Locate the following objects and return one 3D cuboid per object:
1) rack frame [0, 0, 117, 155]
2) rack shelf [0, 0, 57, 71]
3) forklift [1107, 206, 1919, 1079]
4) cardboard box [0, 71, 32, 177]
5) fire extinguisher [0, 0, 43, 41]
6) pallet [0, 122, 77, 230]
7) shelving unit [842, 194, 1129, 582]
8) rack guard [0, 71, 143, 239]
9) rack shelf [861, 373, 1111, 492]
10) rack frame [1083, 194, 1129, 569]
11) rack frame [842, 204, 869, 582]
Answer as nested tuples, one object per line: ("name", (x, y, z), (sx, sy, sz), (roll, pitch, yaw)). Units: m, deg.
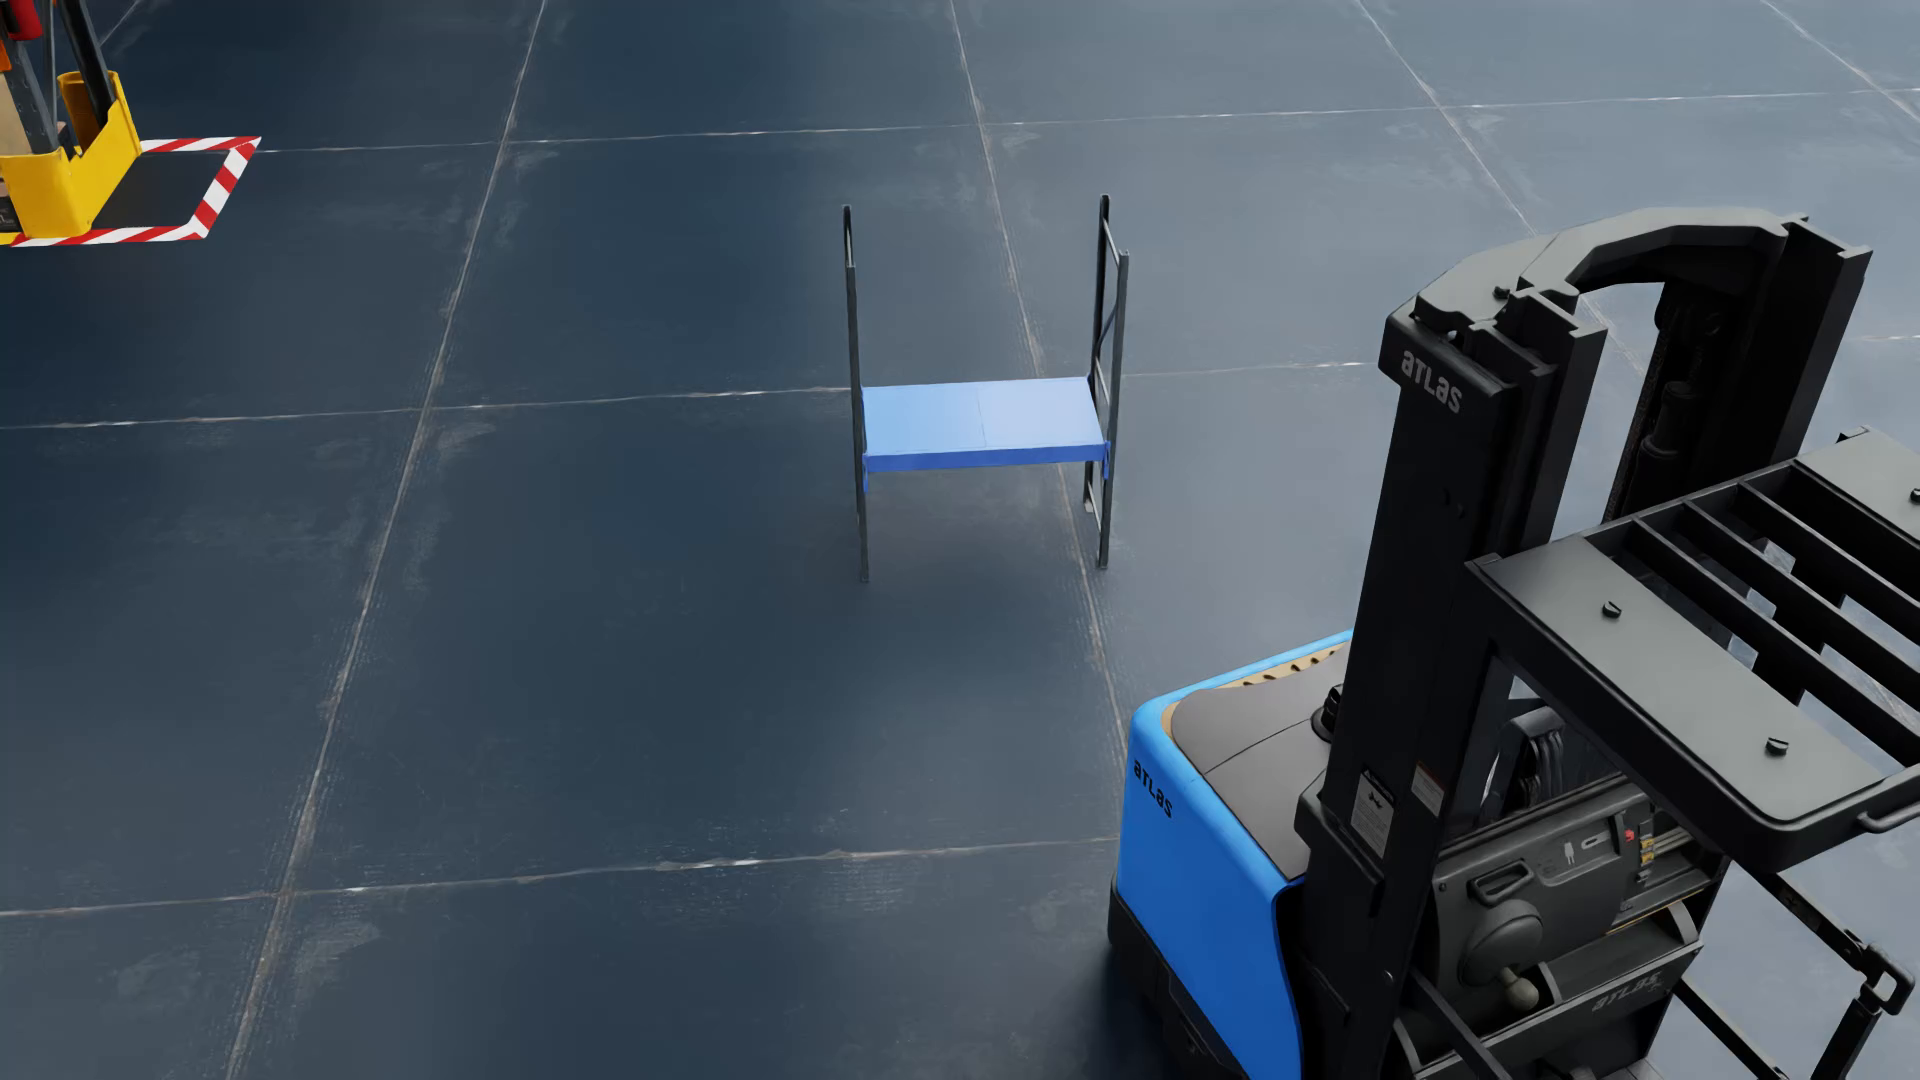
("rack frame", (-5.112, -3.253, 8.951), (0.127, 3.000, 1.000), (-3, 38, -4))
("rack shelf", (-7.104, -2.861, 9.035), (4.000, 0.370, 1.077), (-3, 38, -4))
("forklift", (1.582, 0.873, 3.777), (1.130, 2.935, 3.031), (-17, 41, -20))
("cardboard box", (-5.735, -2.412, 9.565), (0.500, 0.500, 0.500), (4, 38, 4))
("fire extinguisher", (-4.957, -2.944, 8.623), (0.183, 0.674, 0.296), (-3, 38, -4))
("pallet", (-6.000, -2.131, 9.781), (1.213, 0.211, 1.003), (-3, 38, -4))
("shelving unit", (0.085, -0.593, 6.791), (1.048, 1.500, 0.538), (-3, 38, -4))
("rack guard", (-5.187, -2.267, 9.720), (0.348, 0.500, 1.175), (-3, 38, -4))
("rack shelf", (0.085, -0.452, 6.903), (1.000, 0.185, 0.538), (-3, 38, -4))
("rack frame", (0.591, -0.621, 6.827), (0.032, 1.500, 0.500), (-3, 38, -4))
("rack frame", (-0.421, -0.566, 6.756), (0.032, 1.500, 0.500), (-3, 38, -4))
